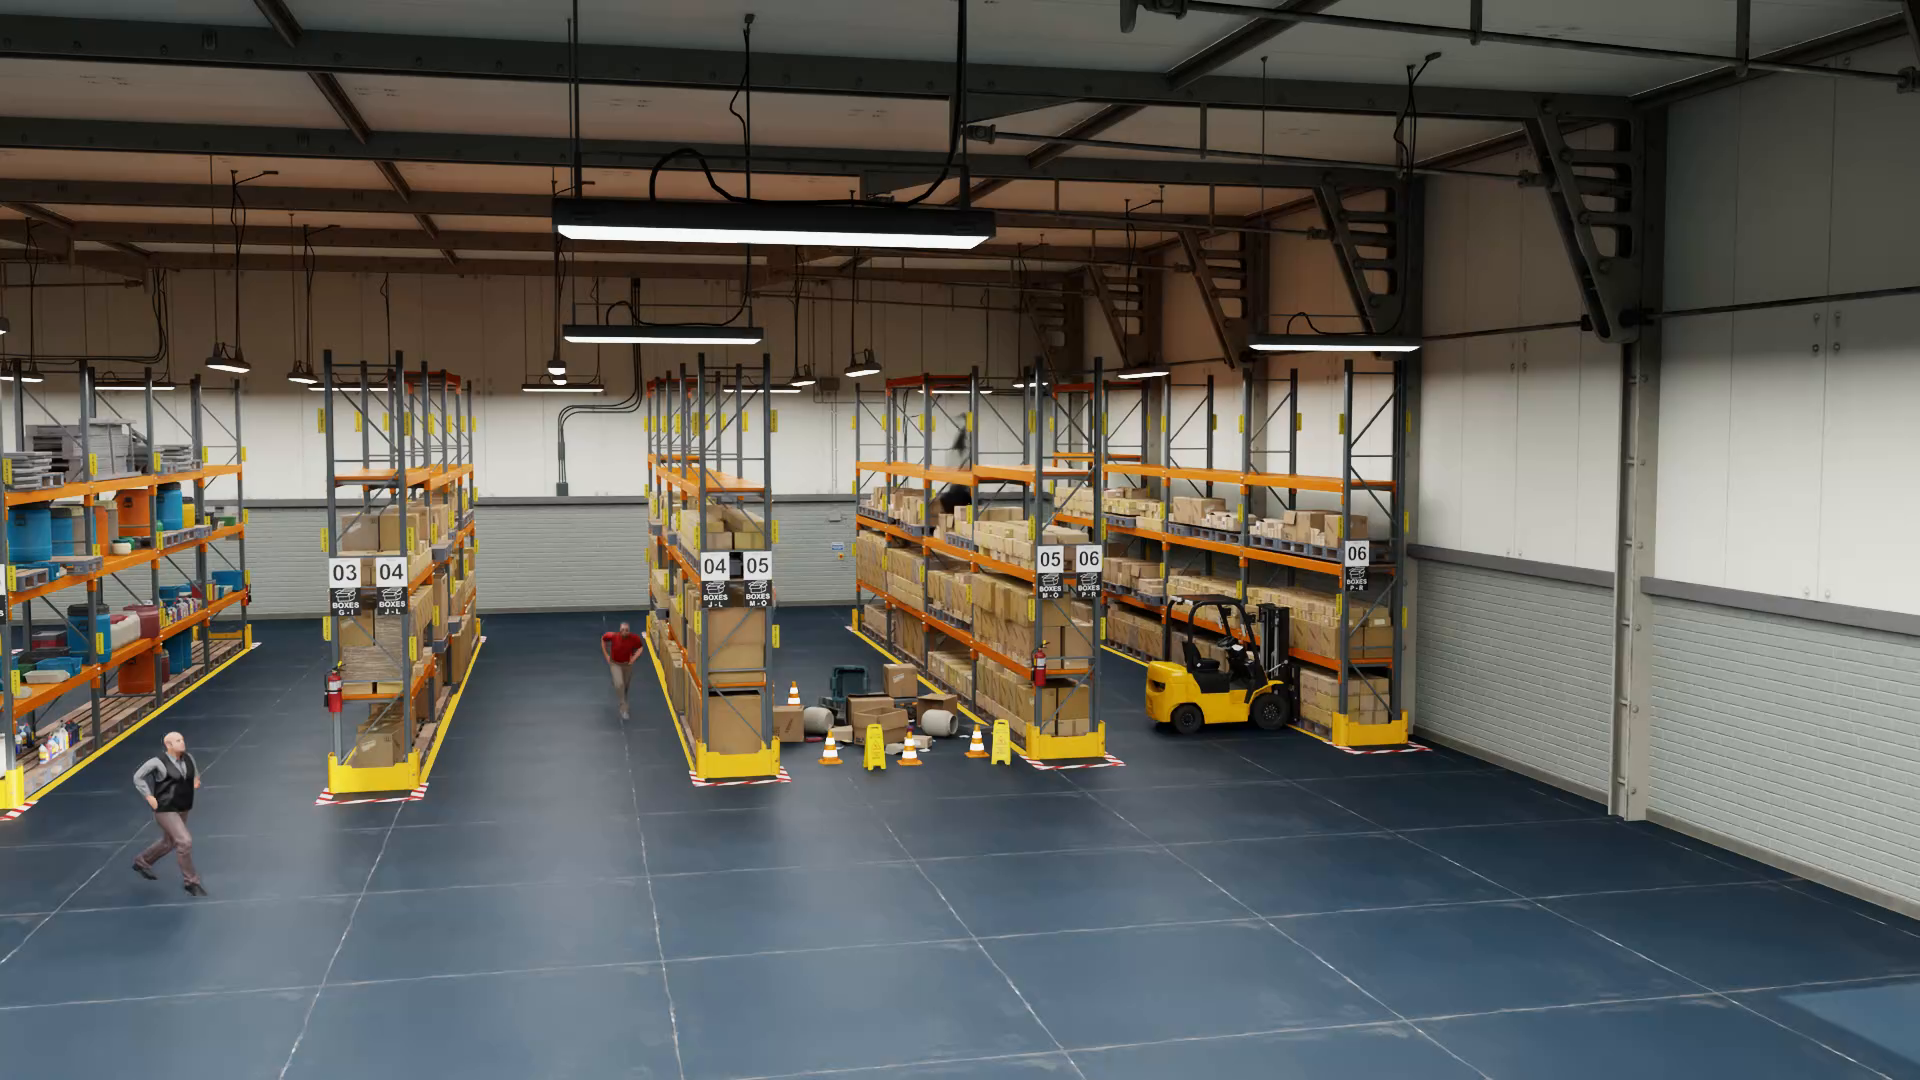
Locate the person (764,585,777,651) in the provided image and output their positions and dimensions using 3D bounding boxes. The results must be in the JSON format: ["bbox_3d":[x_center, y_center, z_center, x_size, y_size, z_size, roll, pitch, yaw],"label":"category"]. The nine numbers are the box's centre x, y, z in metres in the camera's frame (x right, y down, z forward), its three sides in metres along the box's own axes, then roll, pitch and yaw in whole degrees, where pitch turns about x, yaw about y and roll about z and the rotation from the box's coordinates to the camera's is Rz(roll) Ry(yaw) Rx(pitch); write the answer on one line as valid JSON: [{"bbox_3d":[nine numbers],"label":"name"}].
[{"bbox_3d":[-4.380,1.573,36.688,0.643,1.702,0.876,-1,4,-13],"label":"person"}]

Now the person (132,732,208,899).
[{"bbox_3d":[-8.429,2.929,17.761,0.980,1.782,0.624,1,4,13],"label":"person"}]

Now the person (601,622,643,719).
[{"bbox_3d":[-5.830,2.216,28.673,0.705,1.696,1.007,-1,4,-16],"label":"person"}]
